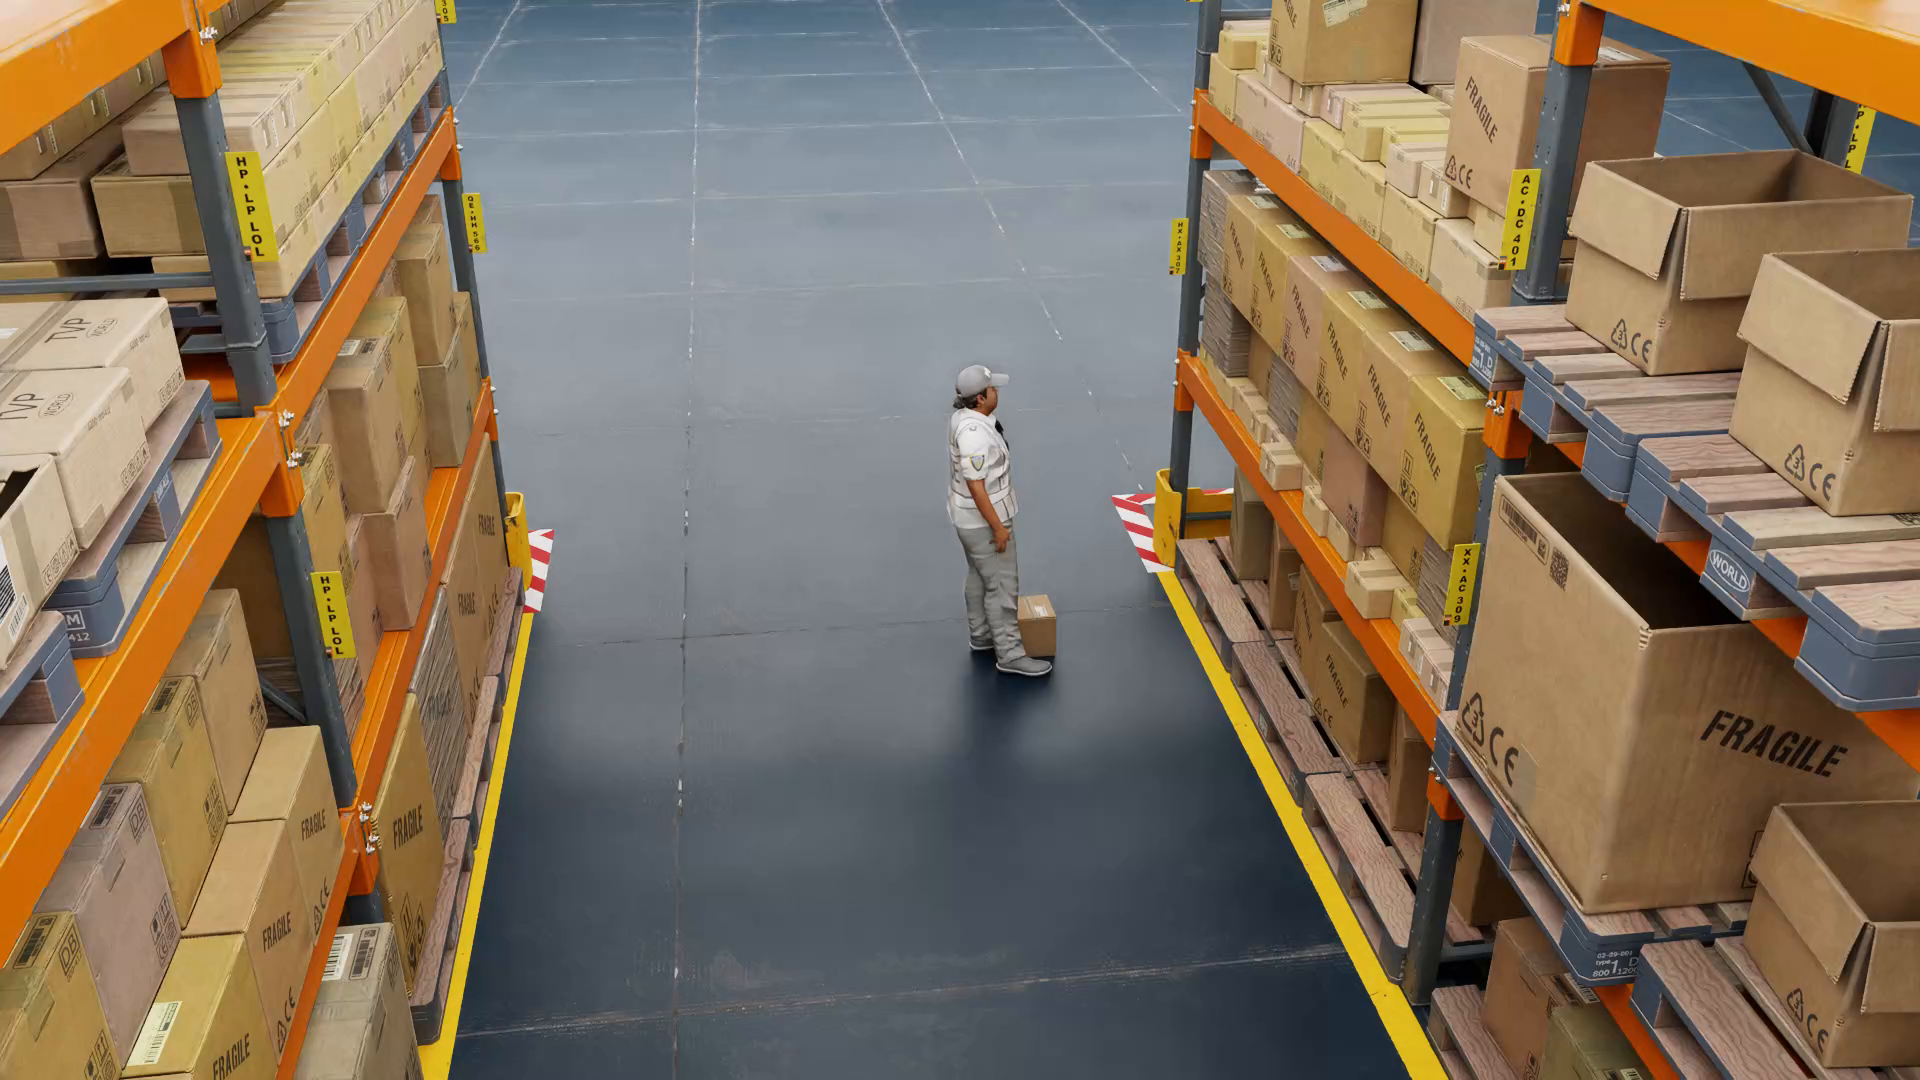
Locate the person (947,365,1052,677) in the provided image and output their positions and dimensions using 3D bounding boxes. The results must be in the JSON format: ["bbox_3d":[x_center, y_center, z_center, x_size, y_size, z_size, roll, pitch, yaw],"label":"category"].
[{"bbox_3d":[0.204,-0.124,8.831,0.529,1.671,0.599,-4,28,-7],"label":"person"}]
